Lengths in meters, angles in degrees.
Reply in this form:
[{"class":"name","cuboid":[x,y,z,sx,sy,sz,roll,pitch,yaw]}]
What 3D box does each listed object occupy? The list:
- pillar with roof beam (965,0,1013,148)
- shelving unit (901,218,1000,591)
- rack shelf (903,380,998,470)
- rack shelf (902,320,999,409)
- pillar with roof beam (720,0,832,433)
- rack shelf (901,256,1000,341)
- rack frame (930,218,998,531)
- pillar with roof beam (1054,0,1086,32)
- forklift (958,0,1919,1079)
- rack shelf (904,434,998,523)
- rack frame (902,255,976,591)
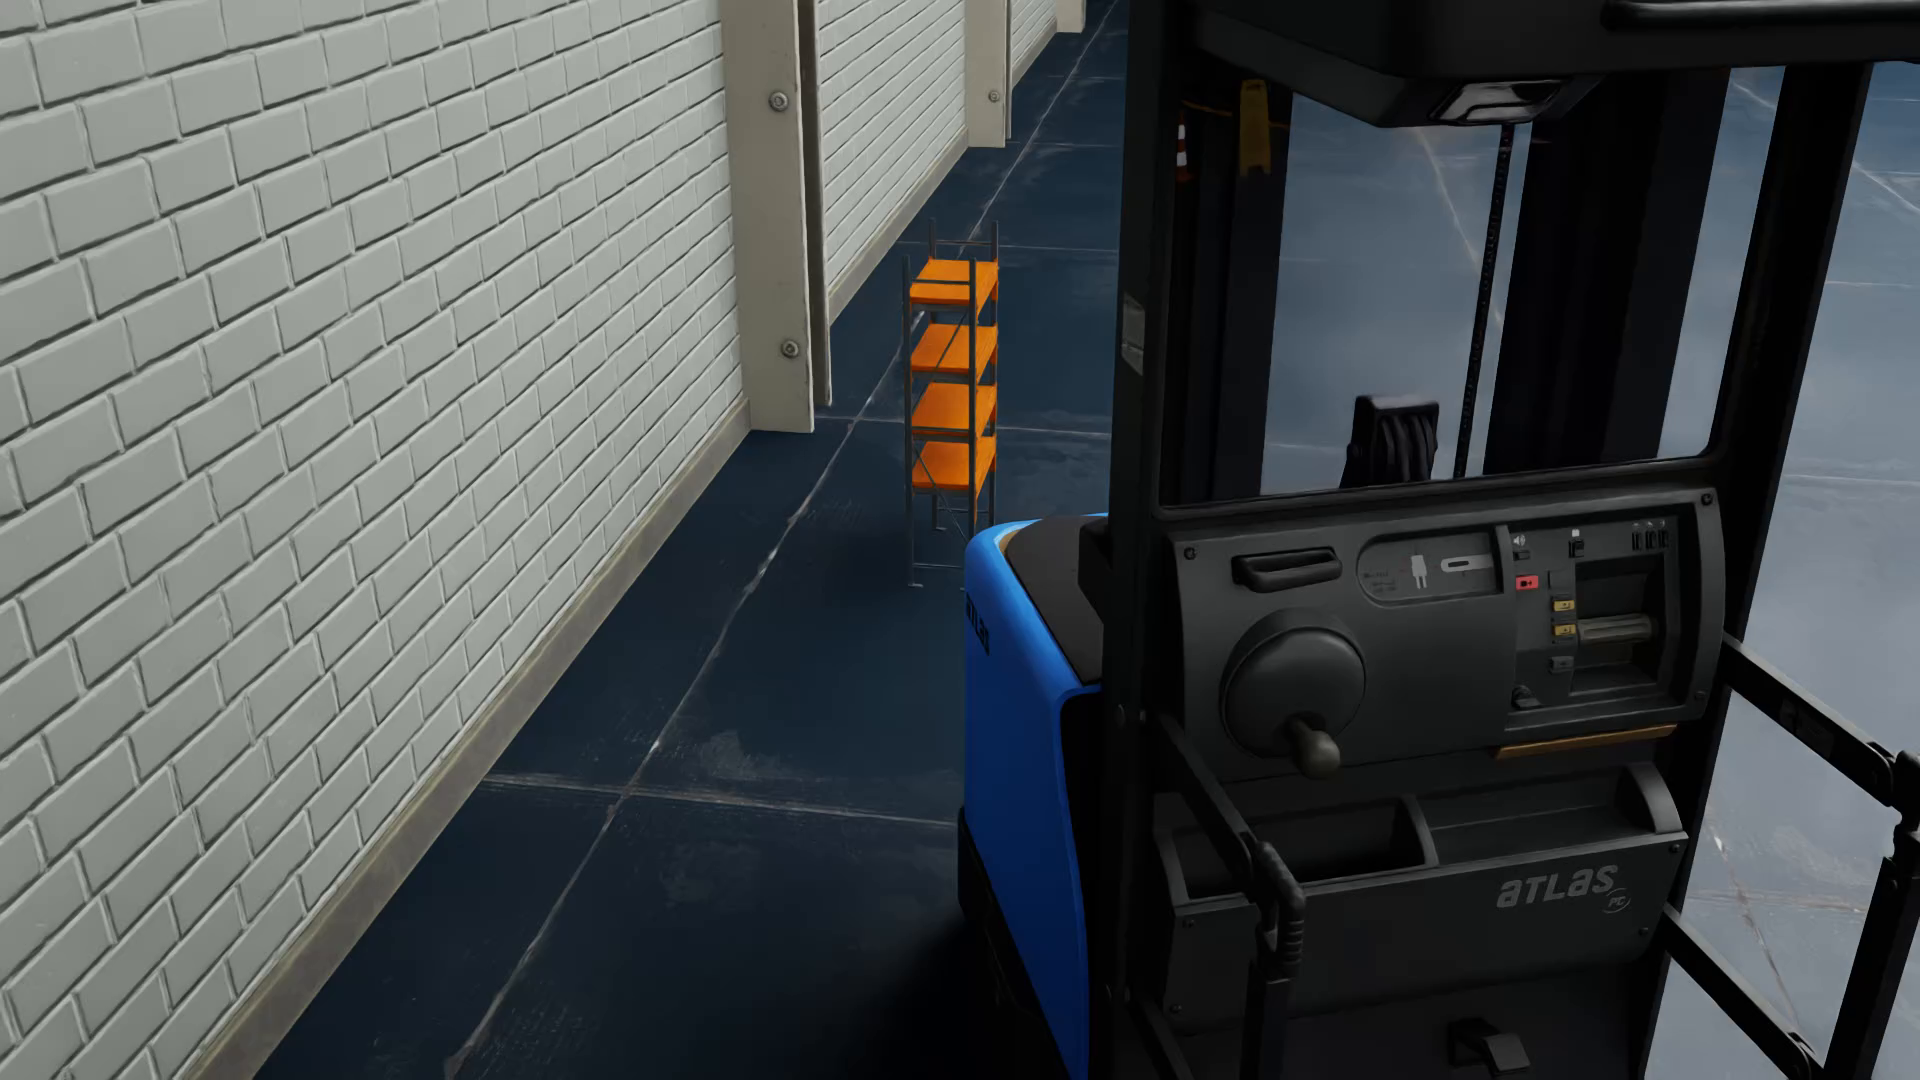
[{"class":"pillar with roof beam","cuboid":[4.460,-6.846,10.261,9.100,9.000,0.400,4,25,9]},{"class":"shelving unit","cuboid":[-0.027,-0.474,5.848,0.258,1.200,0.503,4,25,9]},{"class":"rack shelf","cuboid":[-0.027,-0.413,5.876,0.258,0.148,0.480,4,25,9]},{"class":"rack shelf","cuboid":[-0.027,-0.616,5.781,0.258,0.148,0.480,4,25,9]},{"class":"pillar with roof beam","cuboid":[3.480,-4.337,4.900,9.100,9.000,0.400,4,25,9]},{"class":"rack shelf","cuboid":[-0.027,-0.830,5.681,0.258,0.148,0.480,4,25,9]},{"class":"rack frame","cuboid":[0.013,-0.576,6.066,0.240,1.200,0.015,4,25,9]},{"class":"pillar with roof beam","cuboid":[5.441,-9.355,15.622,9.100,9.000,0.400,4,25,9]},{"class":"forklift","cuboid":[0.831,0.171,2.428,1.130,2.935,3.031,-6,26,-12]},{"class":"rack shelf","cuboid":[-0.027,-0.233,5.960,0.258,0.148,0.480,4,25,9]},{"class":"rack frame","cuboid":[-0.067,-0.372,5.630,0.240,1.200,0.015,4,25,9]}]
